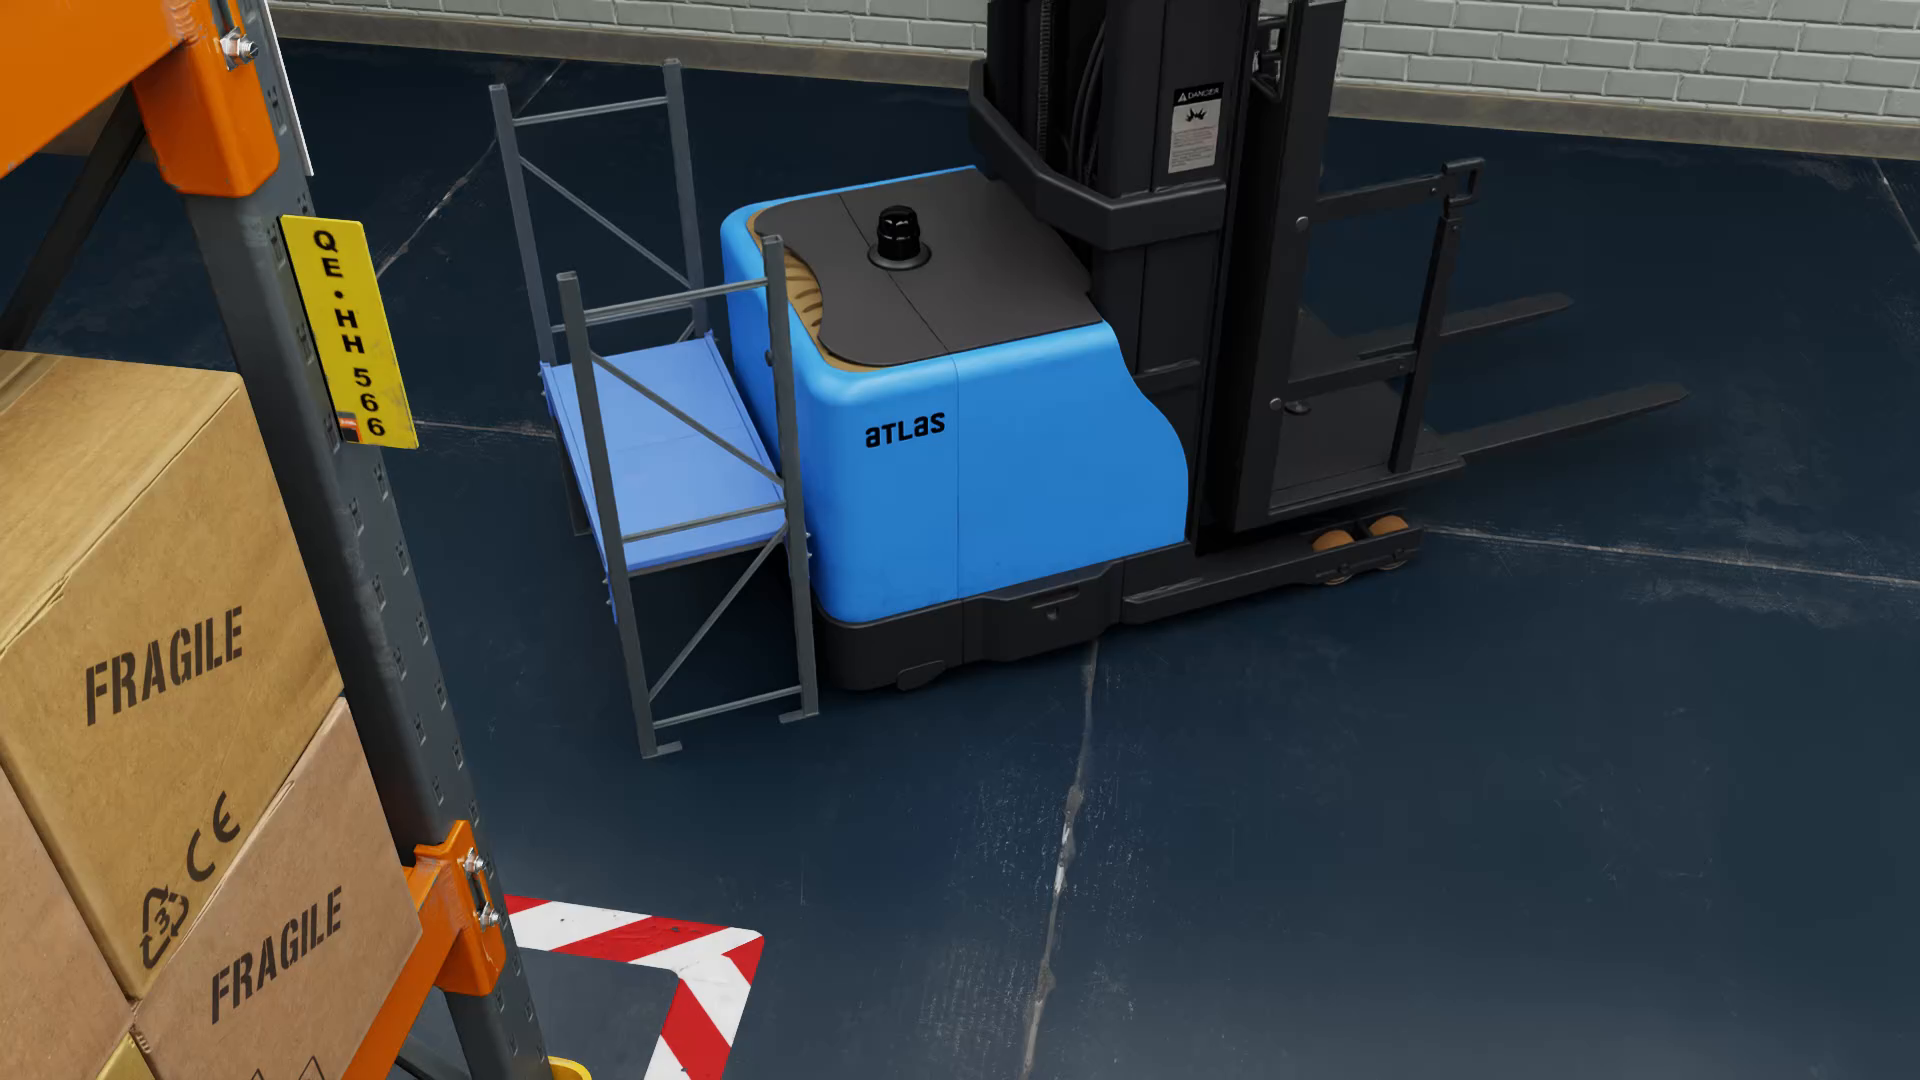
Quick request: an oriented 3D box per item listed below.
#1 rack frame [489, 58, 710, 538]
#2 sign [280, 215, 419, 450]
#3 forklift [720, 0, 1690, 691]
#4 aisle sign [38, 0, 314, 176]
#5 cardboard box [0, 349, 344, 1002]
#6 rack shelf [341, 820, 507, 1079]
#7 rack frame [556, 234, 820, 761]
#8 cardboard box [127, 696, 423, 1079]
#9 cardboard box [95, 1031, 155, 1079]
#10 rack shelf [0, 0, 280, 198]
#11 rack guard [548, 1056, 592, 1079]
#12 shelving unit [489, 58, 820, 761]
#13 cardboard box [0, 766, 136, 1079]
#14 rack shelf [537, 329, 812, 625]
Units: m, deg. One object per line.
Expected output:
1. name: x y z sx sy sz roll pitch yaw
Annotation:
1. rack frame: -0.987 -0.650 4.859 0.500 1.500 0.032 -13 41 -16
2. sign: -0.745 -0.248 2.039 0.100 0.325 0.005 6 40 8
3. forklift: 0.879 -1.294 4.515 3.031 2.935 1.130 -14 42 -16
4. aisle sign: -0.974 -0.765 1.781 0.394 0.787 0.004 6 40 8
5. cardboard box: -1.094 0.132 1.873 0.500 0.500 0.500 6 40 7
6. rack shelf: -1.634 1.779 1.309 1.077 0.370 4.000 6 40 8
7. rack frame: -0.633 -0.043 4.124 0.500 1.500 0.032 -13 41 -16
8. cardboard box: -1.097 0.519 2.190 0.500 0.500 0.500 8 40 9
9. cardboard box: -1.184 0.845 1.796 0.500 0.500 0.500 7 40 8
10. rack shelf: -1.634 0.623 0.353 1.077 0.370 4.000 6 40 8
11. rack guard: -1.301 1.257 3.337 1.175 0.500 0.348 6 40 8
12. shelving unit: -0.810 -0.346 4.492 0.538 1.500 1.048 -13 41 -16
13. cardboard box: -1.181 0.449 1.490 0.500 0.500 0.500 7 40 9
14. rack shelf: -0.810 -0.208 4.606 0.538 0.185 1.000 -13 41 -16
